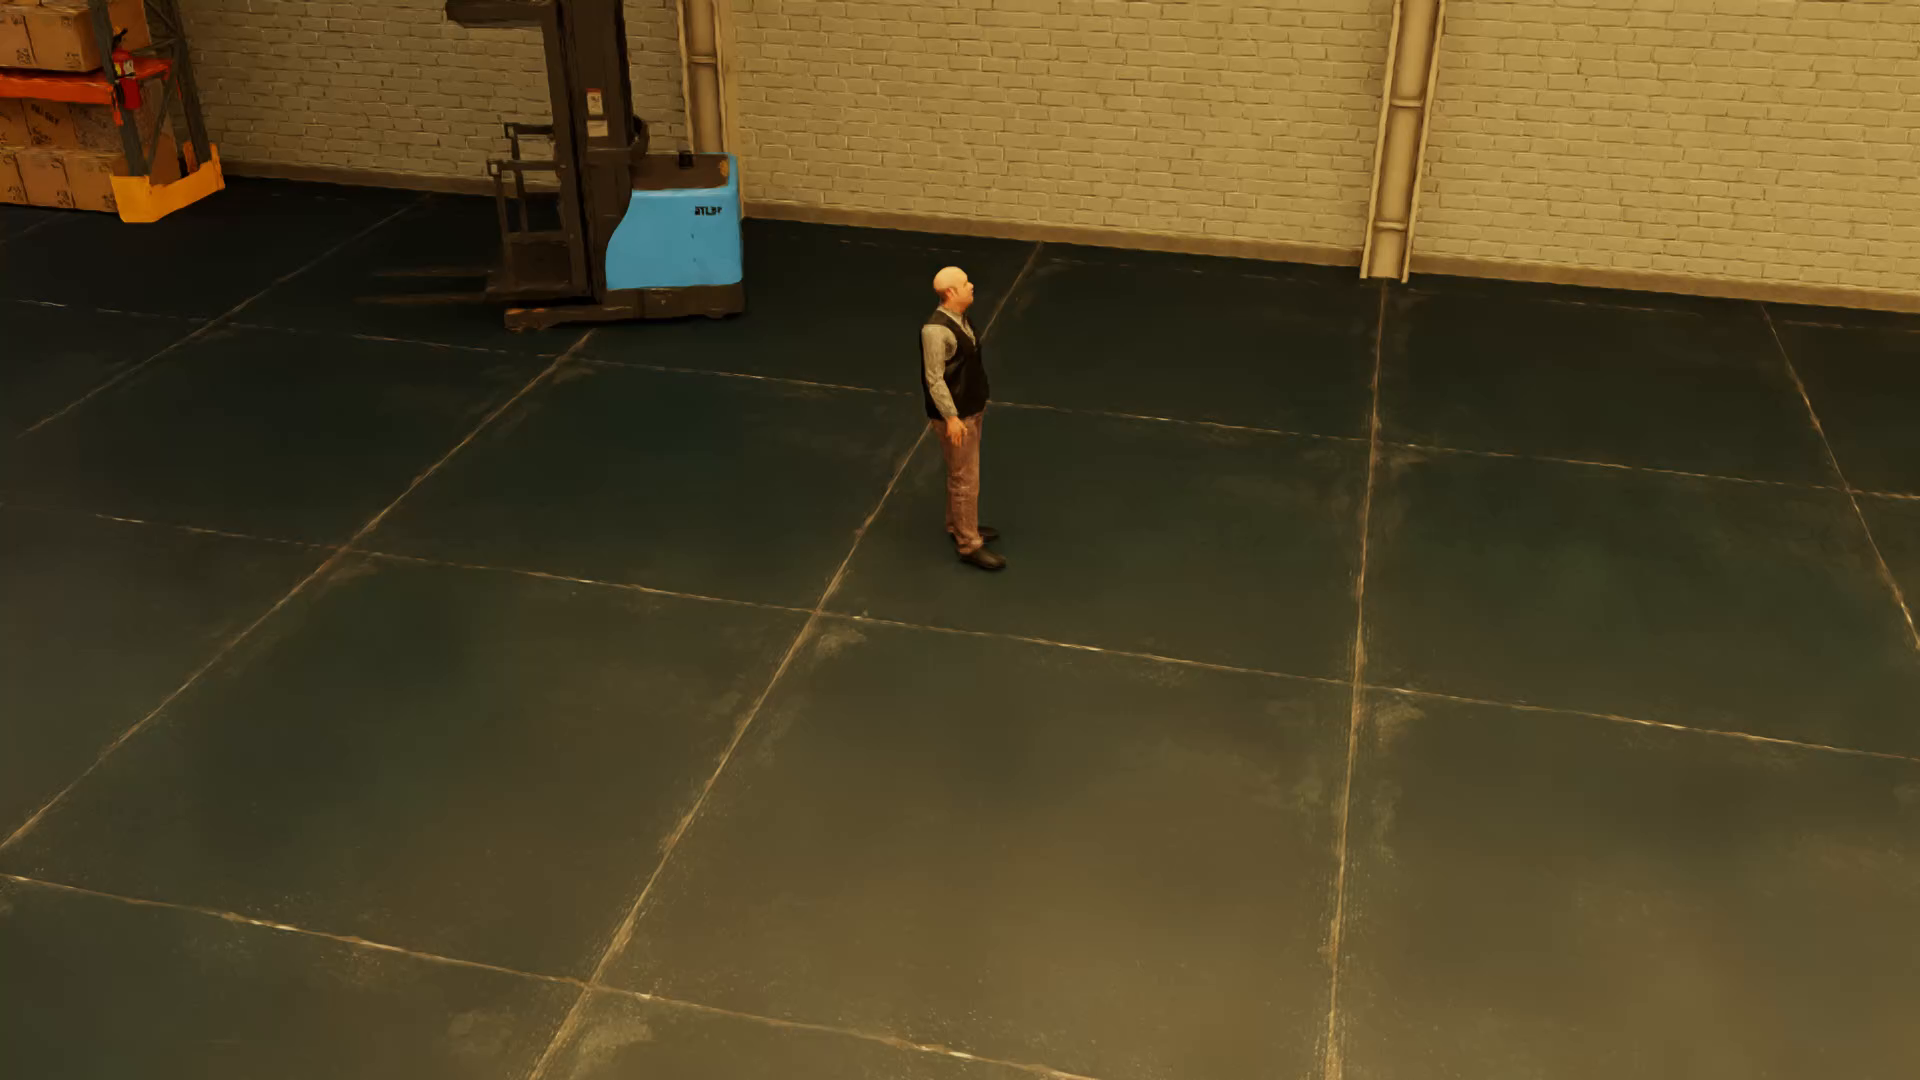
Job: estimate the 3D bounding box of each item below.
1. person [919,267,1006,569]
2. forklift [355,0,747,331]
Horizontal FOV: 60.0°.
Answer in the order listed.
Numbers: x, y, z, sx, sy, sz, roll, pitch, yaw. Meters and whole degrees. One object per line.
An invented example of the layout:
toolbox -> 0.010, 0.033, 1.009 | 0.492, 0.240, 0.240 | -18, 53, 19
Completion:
person -> 0.059, -0.744, 9.696 | 0.567, 1.720, 0.632 | 7, 30, 12
forklift -> -3.258, -3.191, 12.803 | 3.031, 2.935, 1.130 | -3, 30, -5
